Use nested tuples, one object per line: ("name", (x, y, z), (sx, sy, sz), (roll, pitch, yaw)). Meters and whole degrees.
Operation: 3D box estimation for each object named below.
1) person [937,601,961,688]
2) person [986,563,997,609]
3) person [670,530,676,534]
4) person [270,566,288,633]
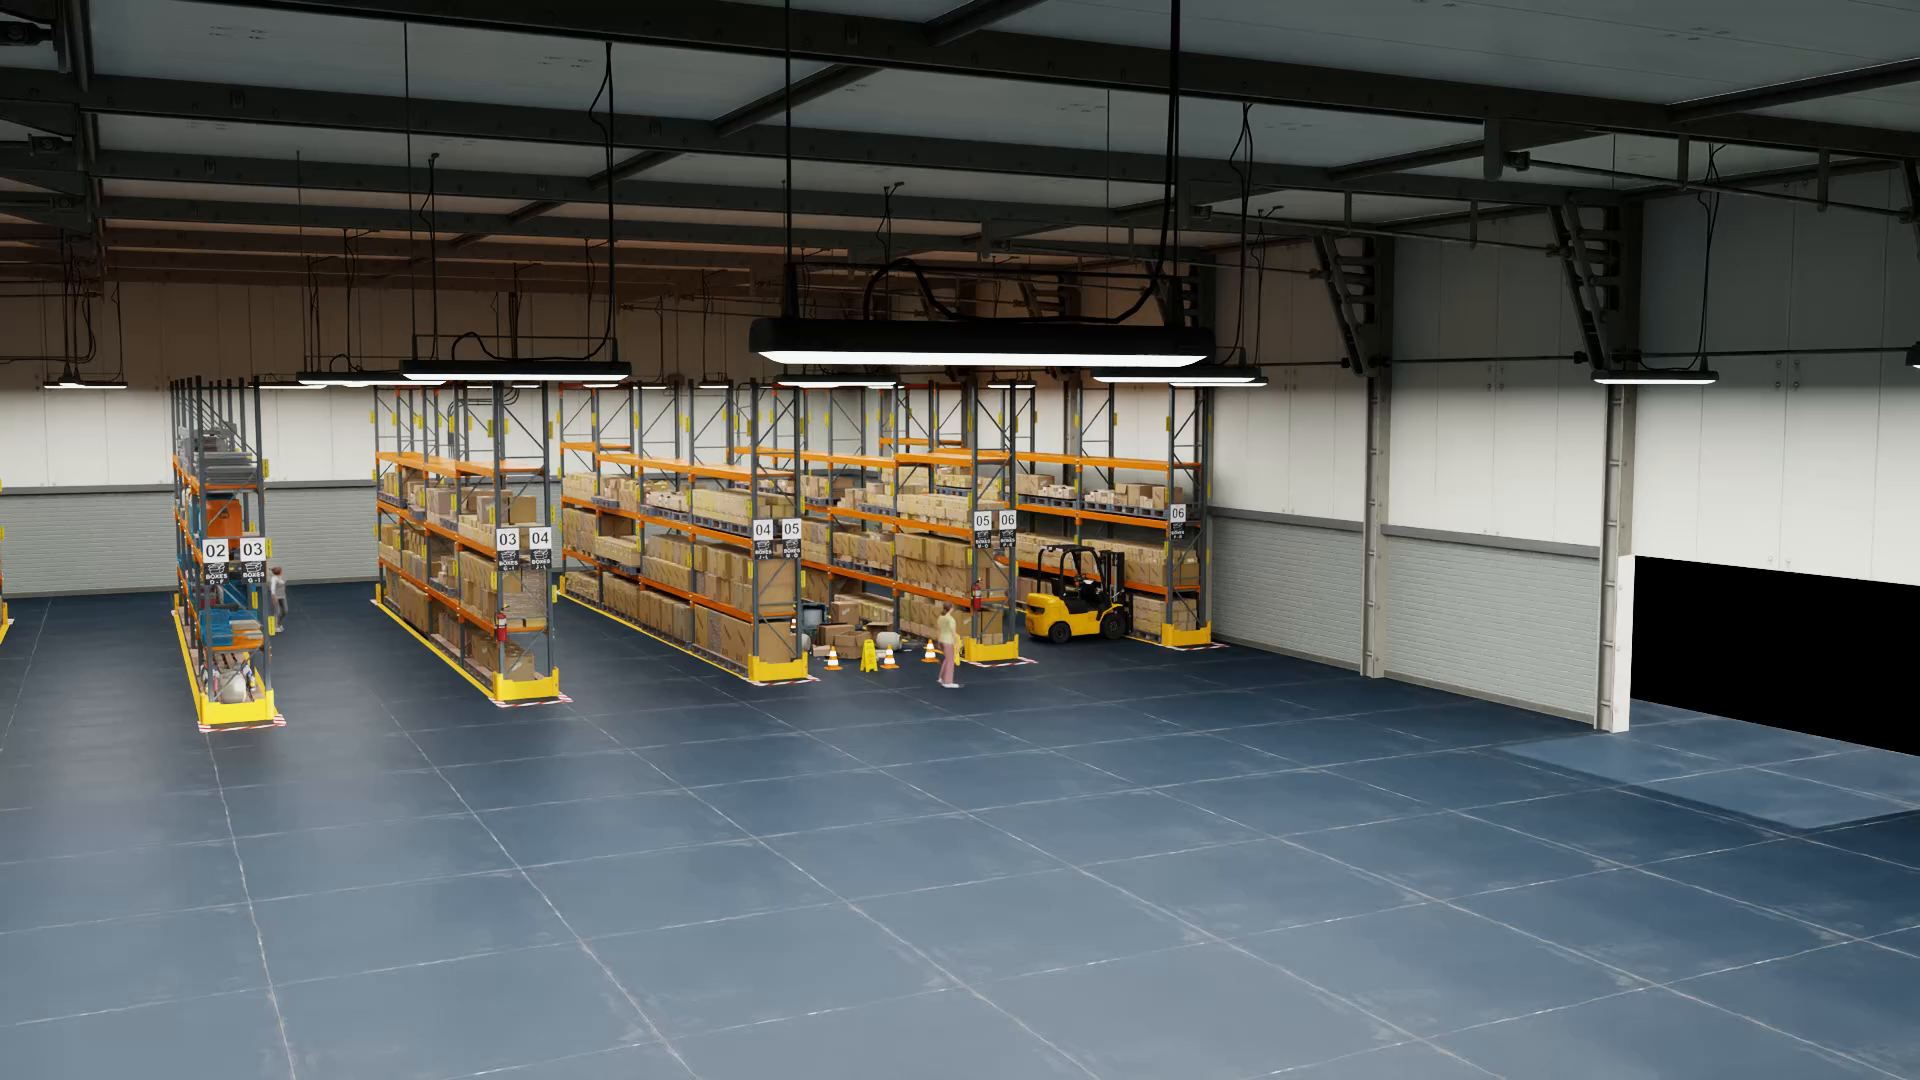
("person", (-0.207, 2.045, 32.297), (0.363, 1.708, 0.530), (-3, 6, -29))
("person", (0.710, 1.115, 42.387), (0.470, 1.708, 0.656), (-4, 6, -37))
("person", (-8.374, 0.544, 48.843), (0.461, 1.684, 0.384), (0, 5, 0))
("person", (-16.317, 1.404, 39.713), (0.447, 1.597, 0.470), (2, 6, 23))
